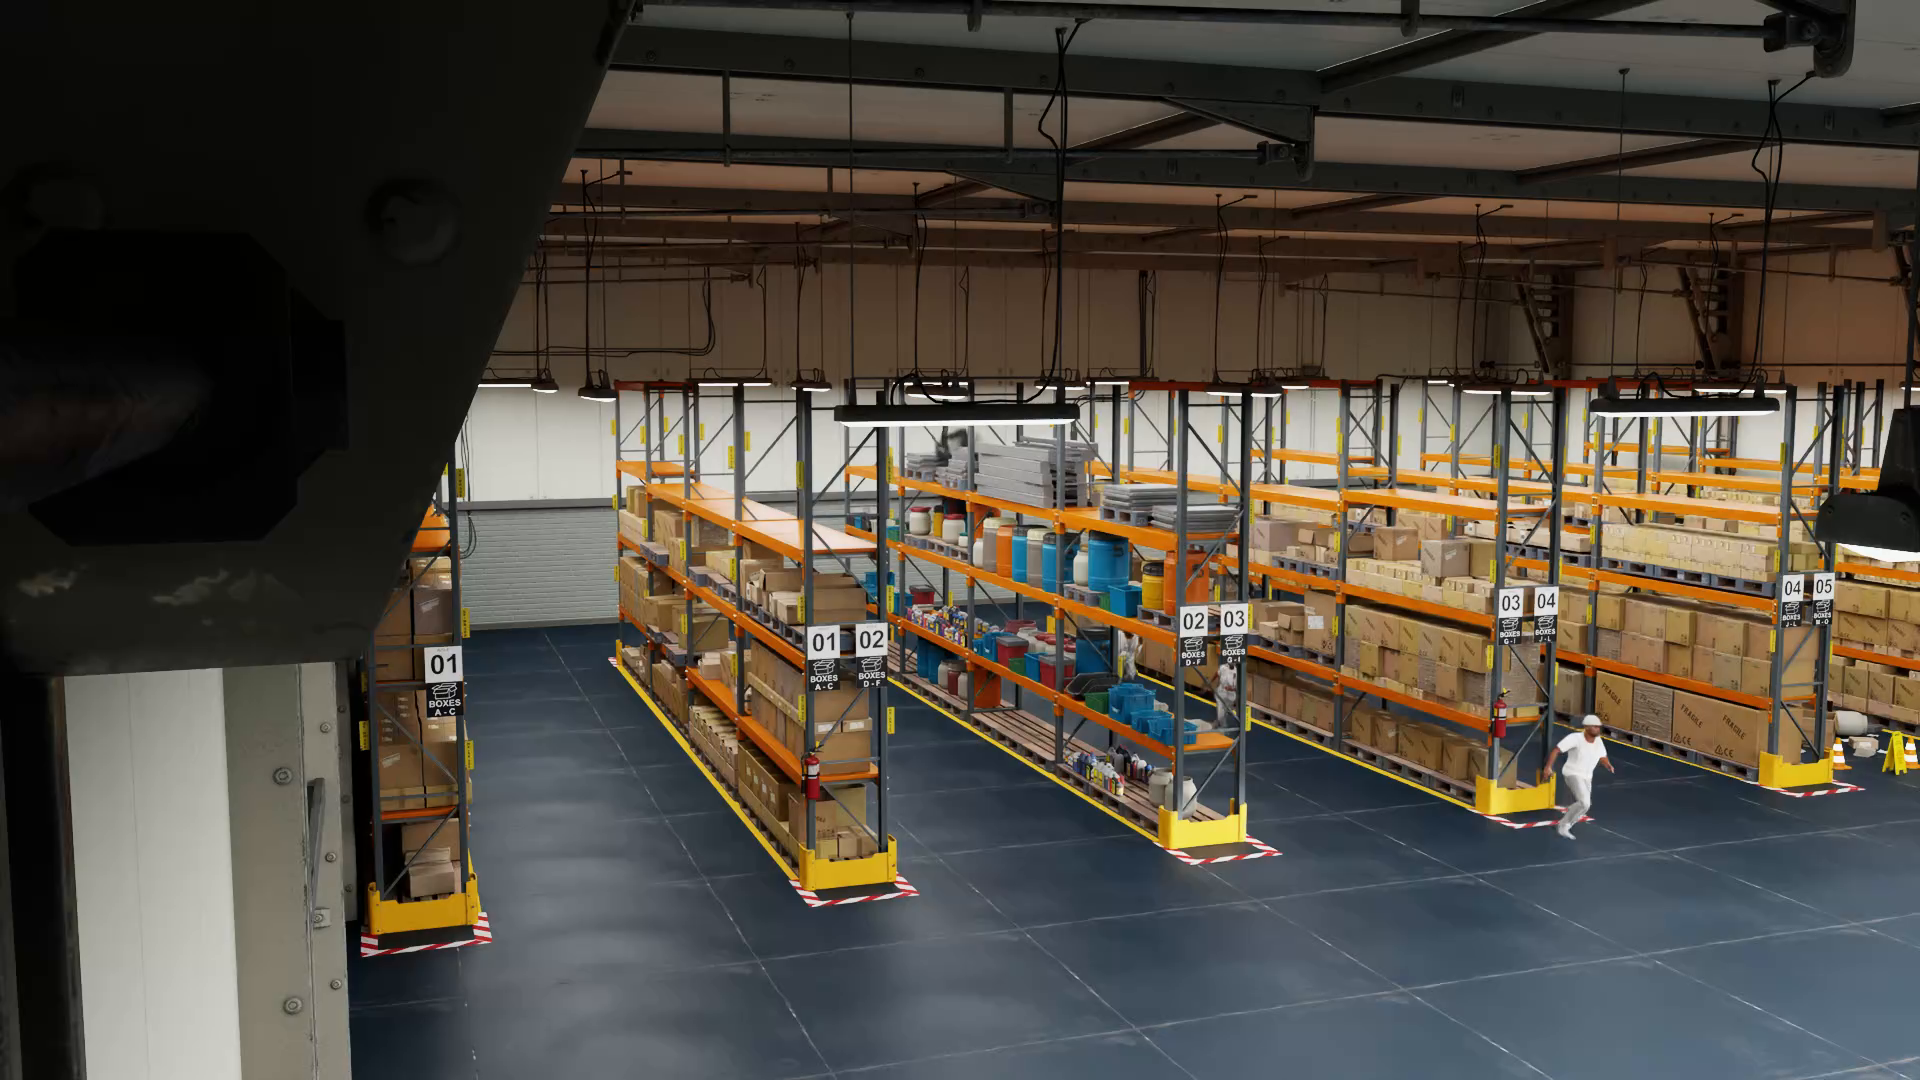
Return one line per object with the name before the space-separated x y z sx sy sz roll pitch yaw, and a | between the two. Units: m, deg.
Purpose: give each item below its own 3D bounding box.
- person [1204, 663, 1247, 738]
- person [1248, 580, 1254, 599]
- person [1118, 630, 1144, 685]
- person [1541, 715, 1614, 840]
person | 4.390 2.613 27.542 0.721 1.596 0.683 1 6 9
person | 6.362 1.540 37.295 0.637 1.774 0.831 -1 6 -13
person | 3.147 2.247 31.106 0.719 1.607 0.844 -2 6 -18
person | 8.327 3.180 22.211 0.876 1.683 0.697 -4 7 -35
